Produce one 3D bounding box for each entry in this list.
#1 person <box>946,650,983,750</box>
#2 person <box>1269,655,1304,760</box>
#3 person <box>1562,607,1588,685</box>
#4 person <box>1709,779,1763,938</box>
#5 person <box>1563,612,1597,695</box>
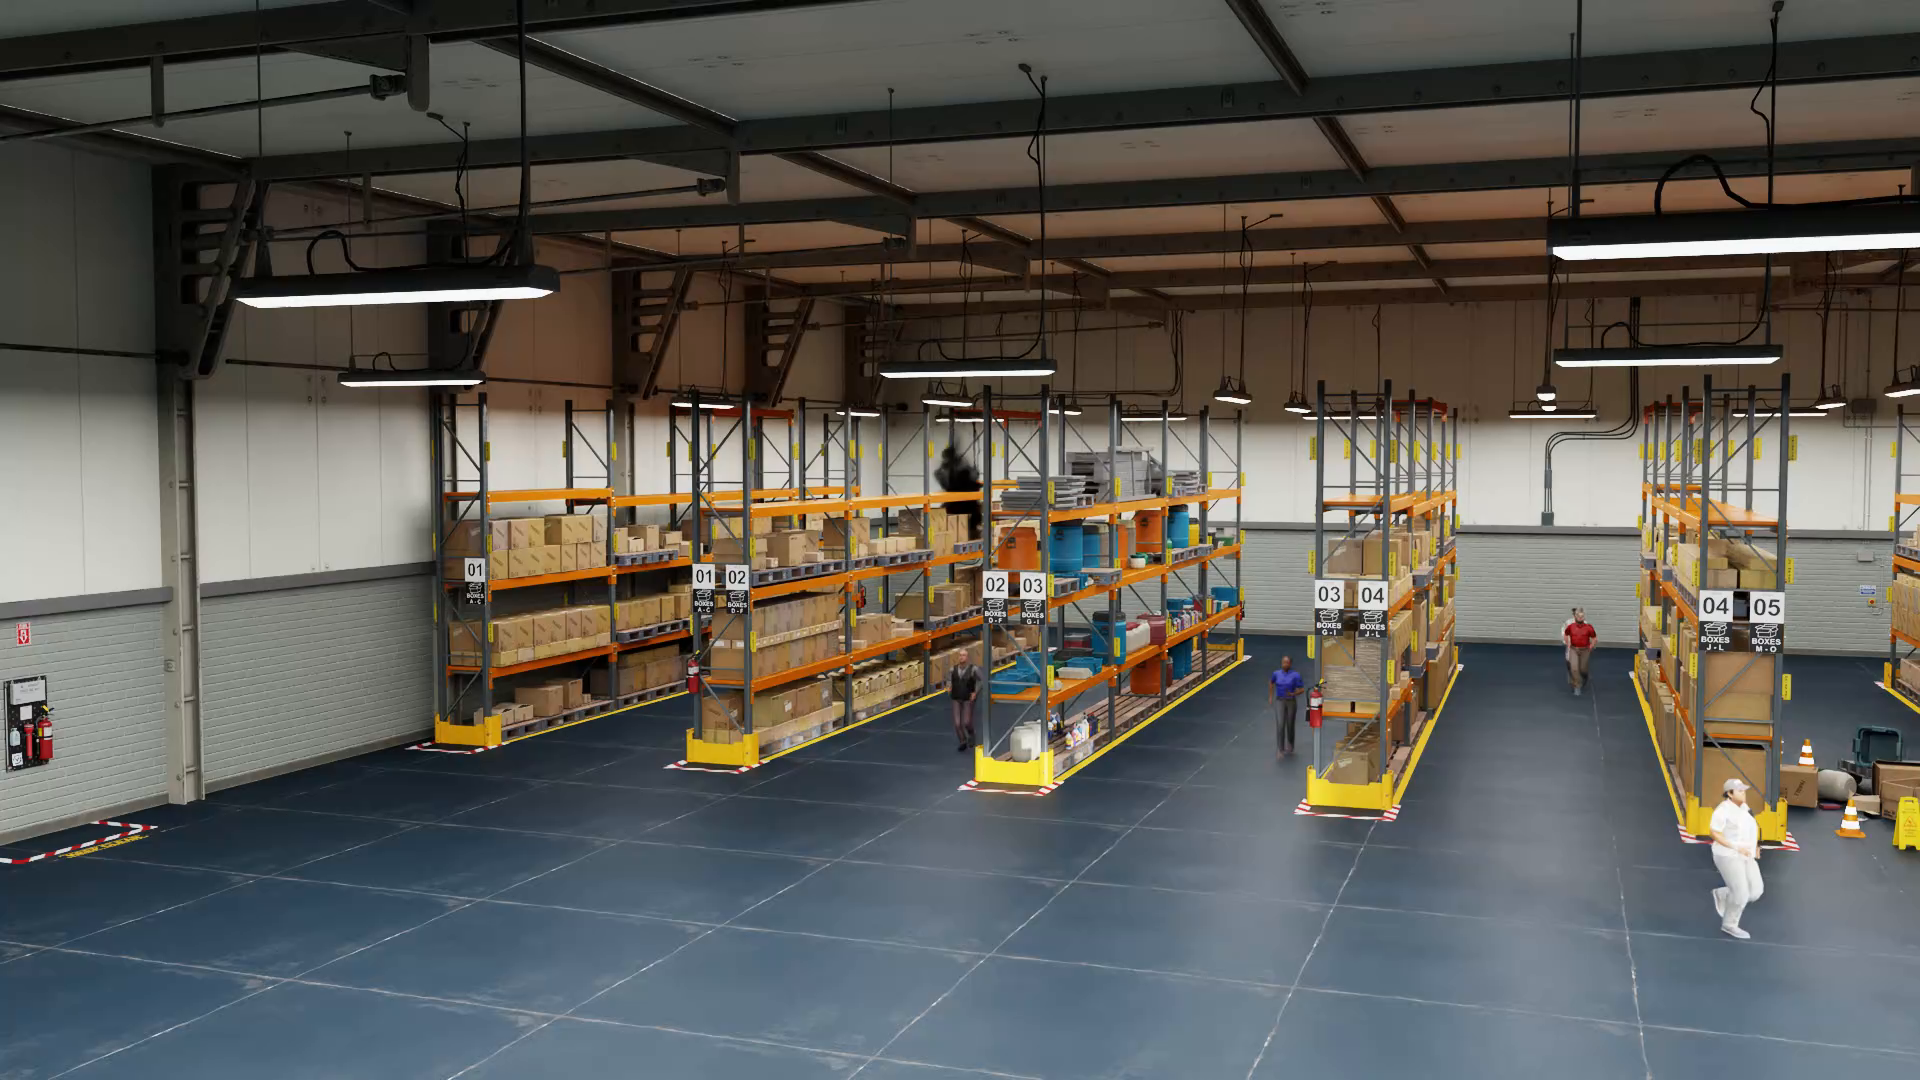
[{"bbox_3d":[0.044,2.678,27.740,0.651,1.675,0.583,1,3,18],"label":"person"},{"bbox_3d":[5.325,2.711,27.160,0.586,1.661,0.834,1,3,16],"label":"person"},{"bbox_3d":[13.243,2.267,35.718,0.594,1.676,0.611,2,3,27],"label":"person"},{"bbox_3d":[8.020,3.283,17.259,0.609,1.629,0.554,-2,4,-33],"label":"person"},{"bbox_3d":[12.845,2.336,34.479,0.663,1.707,0.753,1,3,25],"label":"person"}]
